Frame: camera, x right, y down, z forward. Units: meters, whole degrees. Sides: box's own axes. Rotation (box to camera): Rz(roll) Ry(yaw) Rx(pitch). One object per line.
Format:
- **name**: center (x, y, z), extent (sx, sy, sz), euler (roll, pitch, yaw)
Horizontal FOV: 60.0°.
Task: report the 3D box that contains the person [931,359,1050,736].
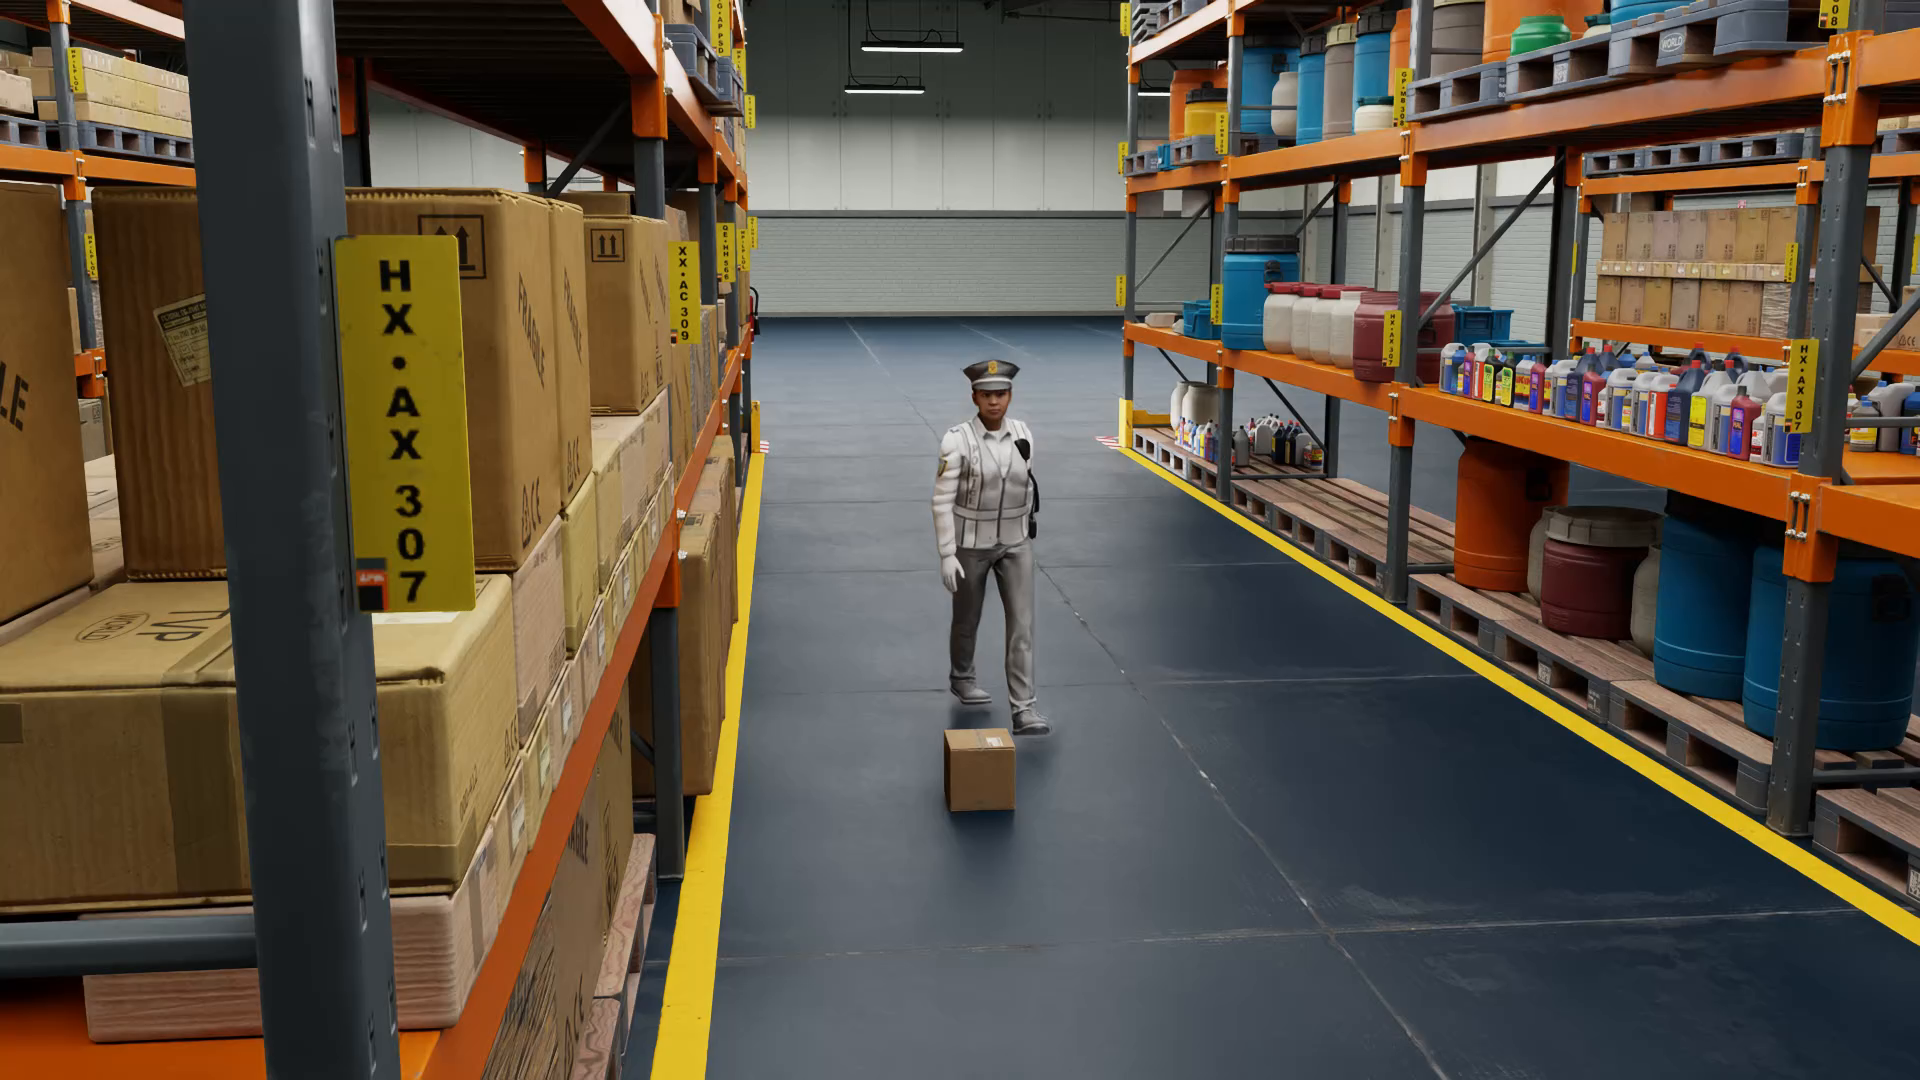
- **person**: center (0.125, 0.016, 7.260), extent (0.508, 1.619, 0.997), euler (-2, 10, -13)
